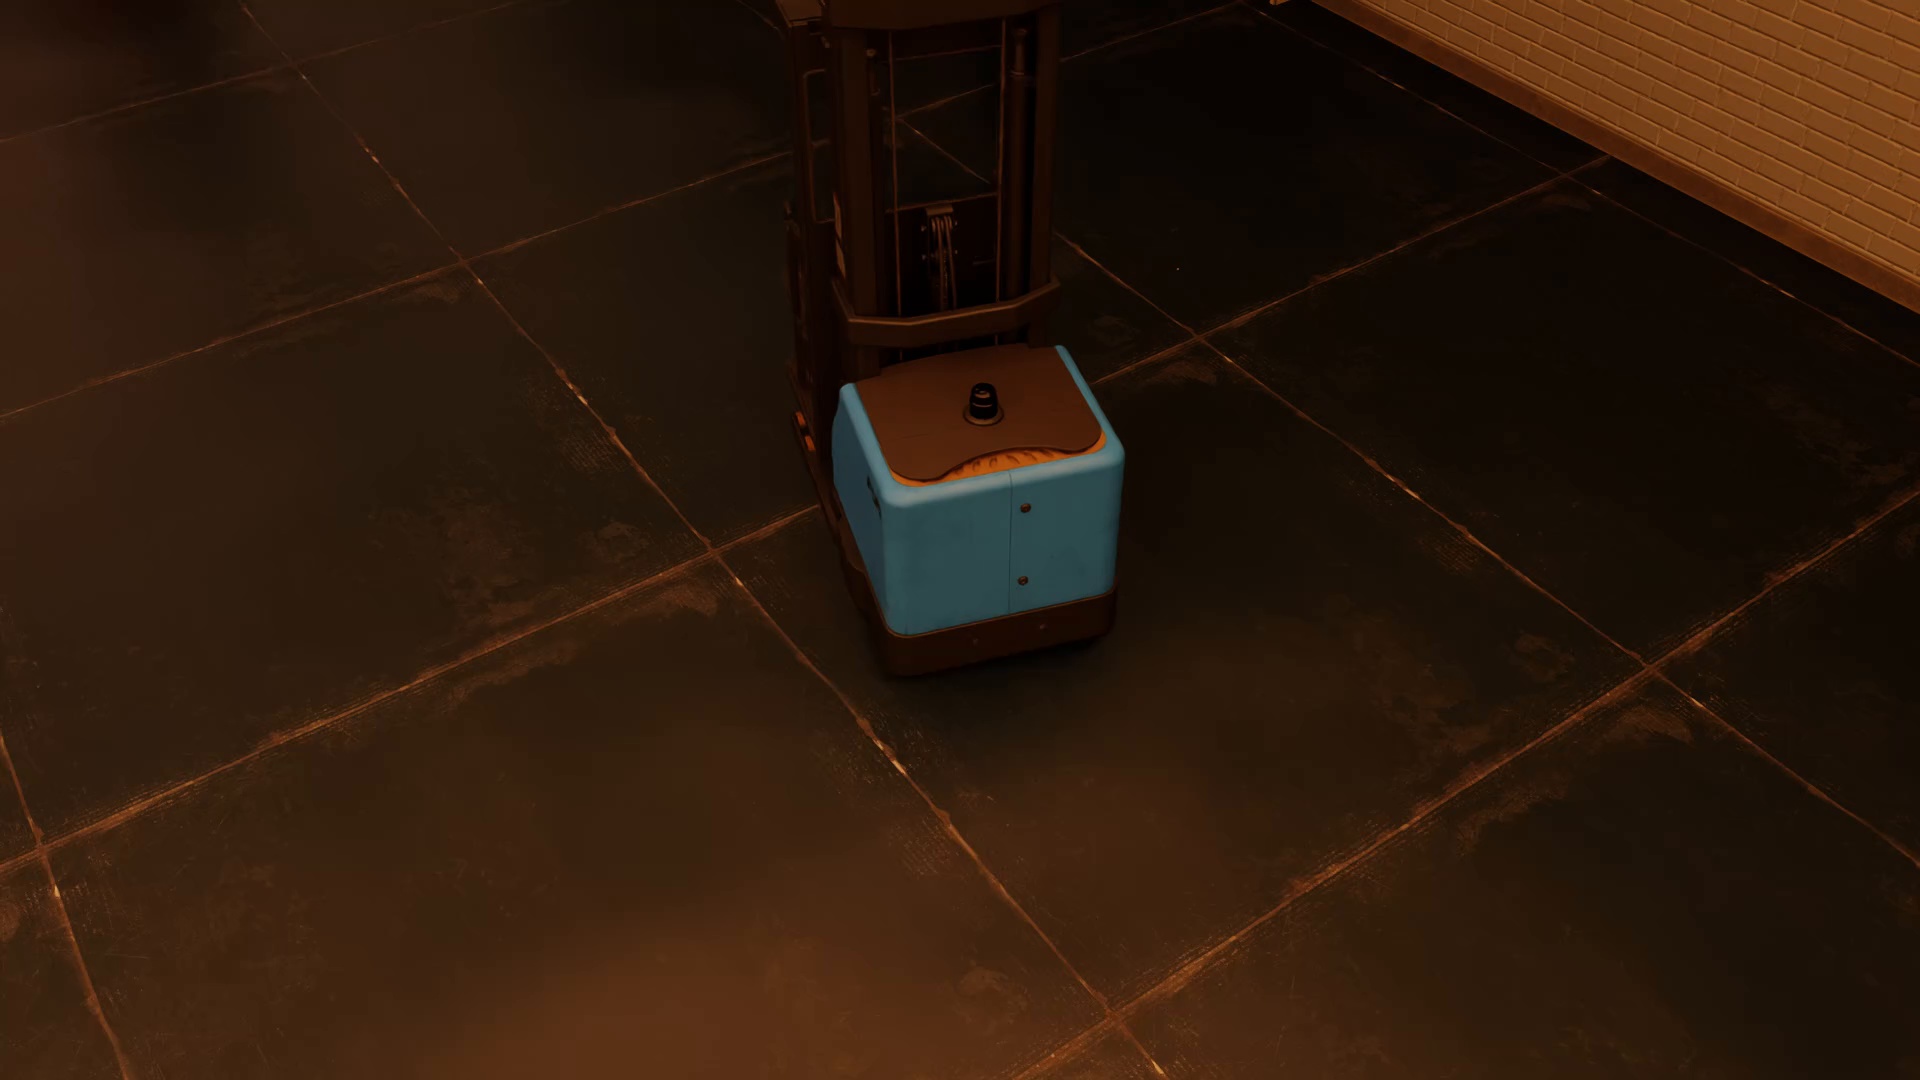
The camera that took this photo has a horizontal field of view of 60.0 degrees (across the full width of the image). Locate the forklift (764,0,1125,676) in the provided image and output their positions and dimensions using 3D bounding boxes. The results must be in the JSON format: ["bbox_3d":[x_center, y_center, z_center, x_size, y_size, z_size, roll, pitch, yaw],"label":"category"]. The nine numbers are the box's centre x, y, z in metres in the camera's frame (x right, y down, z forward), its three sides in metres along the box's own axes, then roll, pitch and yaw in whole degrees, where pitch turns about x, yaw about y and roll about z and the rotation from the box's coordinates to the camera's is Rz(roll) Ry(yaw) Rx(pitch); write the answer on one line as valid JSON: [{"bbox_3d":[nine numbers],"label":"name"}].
[{"bbox_3d":[-0.226,-1.507,7.350,1.130,2.935,3.031,-12,44,-12],"label":"forklift"}]
